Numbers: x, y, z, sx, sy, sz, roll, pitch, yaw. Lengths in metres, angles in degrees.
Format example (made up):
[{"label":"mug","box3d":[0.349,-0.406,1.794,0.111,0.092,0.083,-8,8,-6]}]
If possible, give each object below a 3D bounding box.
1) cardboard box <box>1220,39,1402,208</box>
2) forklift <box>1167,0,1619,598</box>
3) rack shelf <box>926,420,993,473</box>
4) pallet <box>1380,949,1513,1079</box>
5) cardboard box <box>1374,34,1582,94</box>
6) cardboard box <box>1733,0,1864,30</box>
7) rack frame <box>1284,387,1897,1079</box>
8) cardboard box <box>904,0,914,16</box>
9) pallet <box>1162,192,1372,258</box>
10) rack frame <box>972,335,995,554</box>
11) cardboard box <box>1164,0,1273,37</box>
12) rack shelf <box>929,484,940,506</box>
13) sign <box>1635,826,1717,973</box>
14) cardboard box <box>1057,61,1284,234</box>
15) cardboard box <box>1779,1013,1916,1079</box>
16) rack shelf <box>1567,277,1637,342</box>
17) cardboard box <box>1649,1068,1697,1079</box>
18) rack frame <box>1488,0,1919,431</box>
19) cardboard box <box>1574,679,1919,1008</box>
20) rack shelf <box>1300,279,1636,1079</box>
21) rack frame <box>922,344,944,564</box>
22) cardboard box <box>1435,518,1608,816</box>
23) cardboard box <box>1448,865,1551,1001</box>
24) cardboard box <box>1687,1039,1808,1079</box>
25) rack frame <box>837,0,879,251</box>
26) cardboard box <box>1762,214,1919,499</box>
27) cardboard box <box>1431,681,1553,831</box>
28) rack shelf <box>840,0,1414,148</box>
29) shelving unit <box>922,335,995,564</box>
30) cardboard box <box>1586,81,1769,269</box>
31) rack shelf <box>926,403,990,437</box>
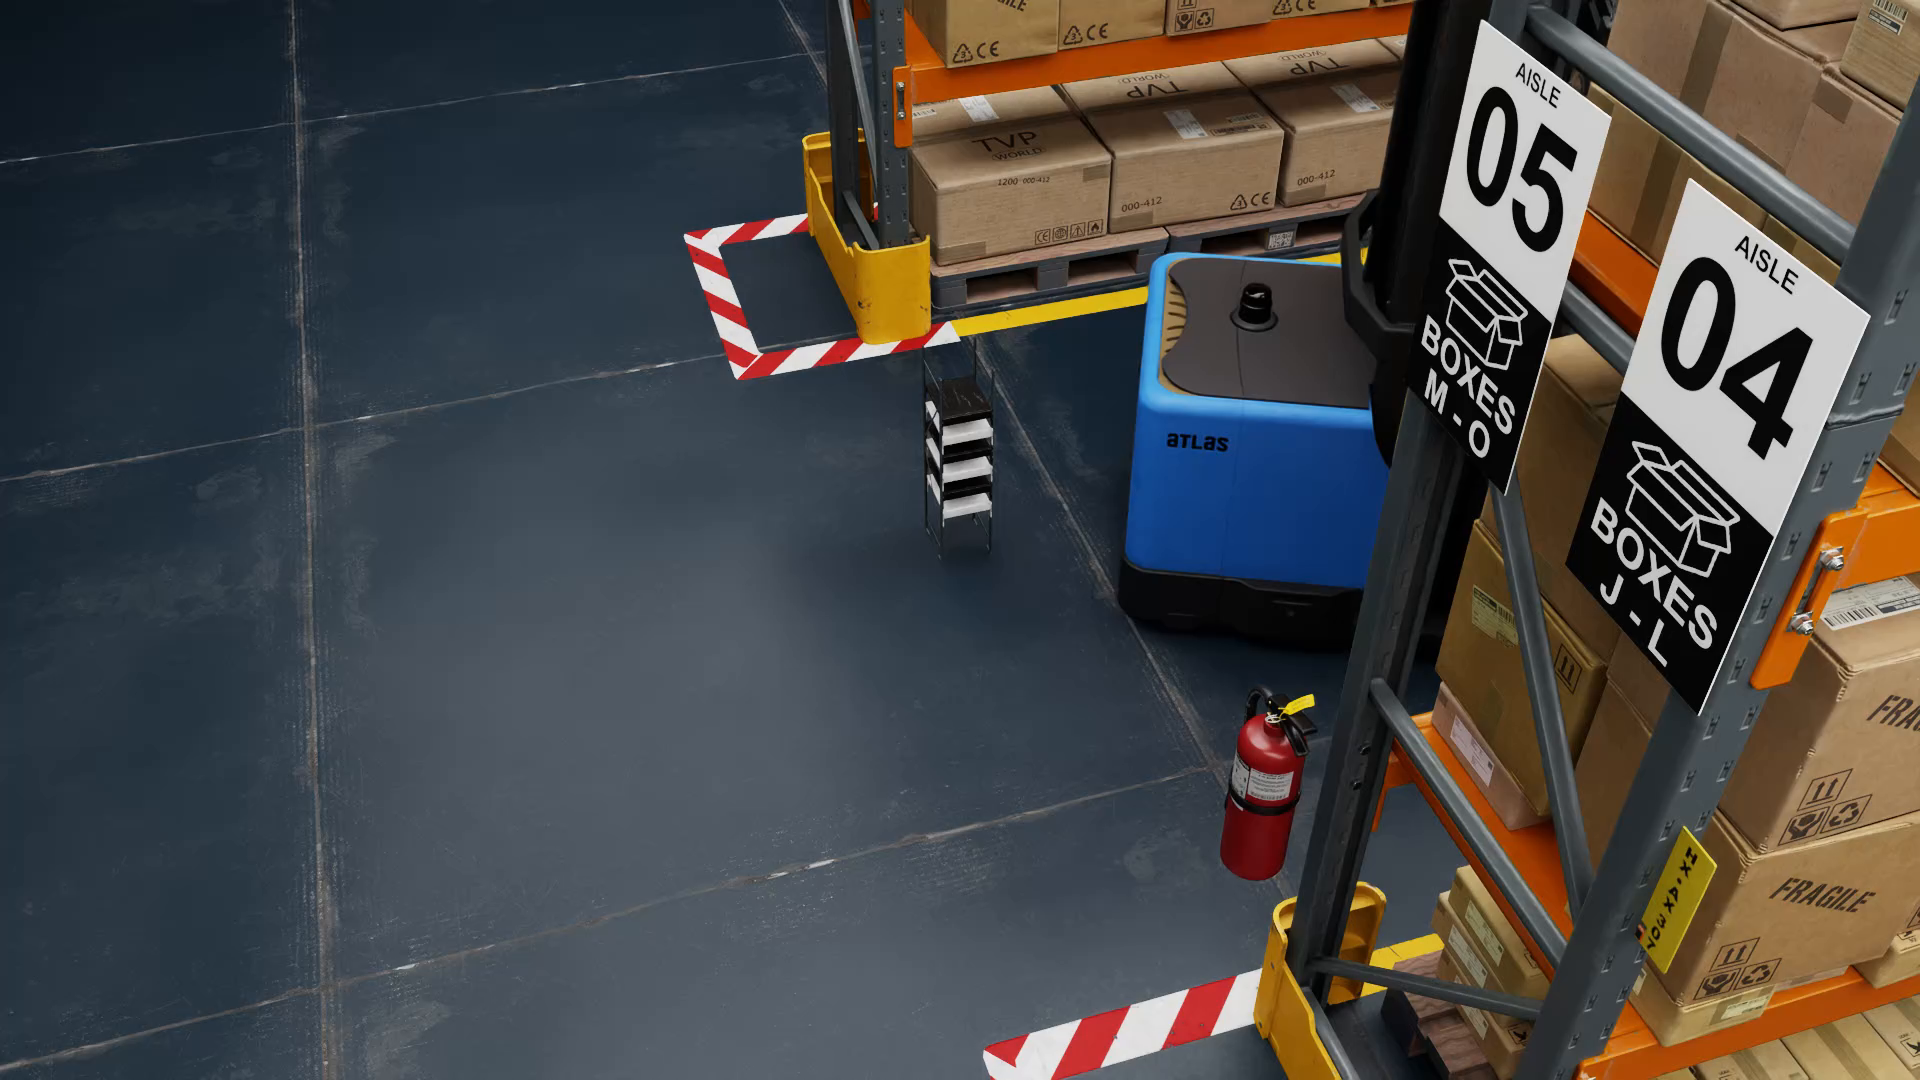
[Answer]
[{"label":"cardboard box","box3d":[1.893,-2.188,8.603,0.875,0.438,0.875,-13,43,-14]},{"label":"forklift","box3d":[2.207,-3.918,7.276,9.711,5.209,7.407,5,41,6]},{"label":"rack shelf","box3d":[-0.008,-0.380,6.415,0.200,0.077,0.258,-12,42,-13]},{"label":"pallet","box3d":[2.004,1.545,4.822,1.213,0.211,1.003,-12,42,-13]},{"label":"cardboard box","box3d":[2.747,-2.366,8.806,0.875,0.438,0.875,-12,43,-14]},{"label":"cardboard box","box3d":[1.375,-1.014,2.782,0.250,0.149,0.380,-12,43,-13]},{"label":"rack frame","box3d":[1.146,0.648,3.729,0.127,3.000,1.000,-12,42,-13]},{"label":"cardboard box","box3d":[-0.056,-2.738,7.528,0.500,0.500,0.500,-11,42,-13]},{"label":"pallet","box3d":[1.464,-1.834,8.689,1.213,0.211,1.003,-12,42,-13]},{"label":"rack frame","box3d":[0.089,-0.357,6.475,0.006,0.900,0.240,-12,42,-13]},{"label":"cardboard box","box3d":[1.072,-2.598,7.367,0.500,0.500,0.500,-12,43,-13]},{"label":"rack shelf","box3d":[-0.008,-0.188,6.583,0.184,0.015,0.199,-12,42,-13]},{"label":"sign","box3d":[1.309,0.662,3.054,0.005,0.325,0.100,-12,42,-13]},{"label":"cardboard box","box3d":[1.033,-2.011,8.400,0.875,0.438,0.875,-11,42,-12]},{"label":"cardboard box","box3d":[2.254,1.350,4.321,0.250,0.149,0.380,-12,43,-13]},{"label":"rack shelf","box3d":[3.054,-0.660,3.384,3.687,0.071,0.831,-12,42,-13]},{"label":"cardboard box","box3d":[1.748,1.449,4.207,0.250,0.149,0.380,-14,43,-15]},{"label":"rack frame","box3d":[1.146,-1.611,1.755,0.127,3.000,1.000,-12,42,-13]},{"label":"cardboard box","box3d":[1.657,0.583,3.501,0.500,0.500,0.500,-10,42,-11]},{"label":"rack shelf","box3d":[1.147,0.650,3.726,0.053,2.616,0.949,-12,42,-13]},{"label":"rack frame","box3d":[-0.105,-0.317,6.429,0.006,0.900,0.240,-12,42,-13]},{"label":"cardboard box","box3d":[1.498,0.248,3.884,0.500,0.500,0.500,-11,42,-12]},{"label":"cardboard box","box3d":[1.575,1.076,4.634,0.250,0.149,0.380,-11,42,-13]},{"label":"cardboard box","box3d":[1.975,1.319,4.356,0.250,0.149,0.380,-11,42,-12]},{"label":"rack frame","box3d":[-0.438,-2.441,7.264,0.053,2.616,0.949,-12,42,-13]},{"label":"cardboard box","box3d":[1.651,-0.354,2.709,0.529,0.250,0.529,-13,43,-14]},{"label":"cardboard box","box3d":[1.372,0.501,4.088,0.250,0.149,0.380,-12,42,-13]},{"label":"rack shelf","box3d":[1.471,-2.563,7.950,4.000,0.370,1.077,-12,42,-13]},{"label":"shelving unit","box3d":[6.907,-0.138,3.832,12.137,4.047,8.426,-12,42,-13]},{"label":"cardboard box","box3d":[1.501,-0.681,3.084,0.500,0.250,0.500,-13,43,-14]},{"label":"rack shelf","box3d":[6.915,-0.361,3.628,12.128,3.443,8.407,-12,42,-13]}]
